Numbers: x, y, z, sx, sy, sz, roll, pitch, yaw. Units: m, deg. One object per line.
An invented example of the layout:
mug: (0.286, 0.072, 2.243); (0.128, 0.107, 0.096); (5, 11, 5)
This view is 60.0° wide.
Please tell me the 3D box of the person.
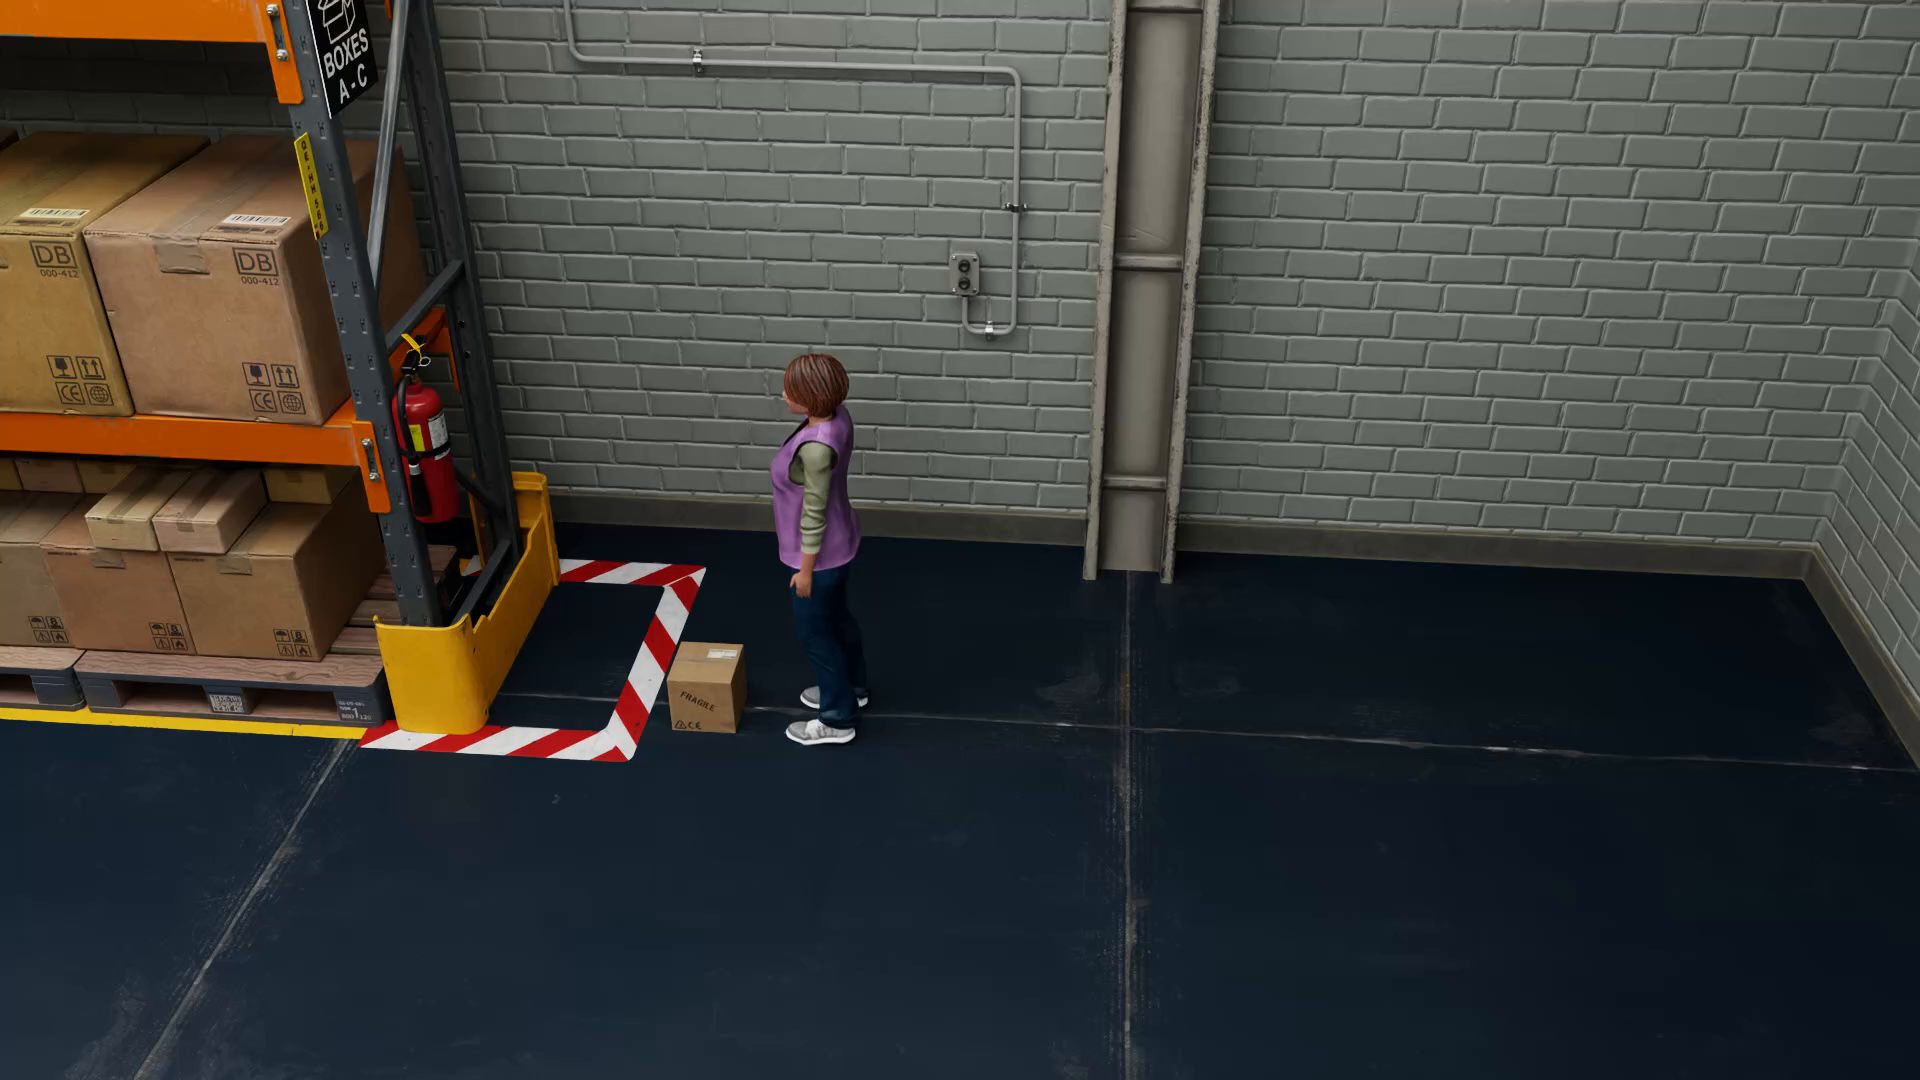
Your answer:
person: (-0.509, 0.045, 6.076); (0.312, 1.599, 0.406); (3, 33, 5)
